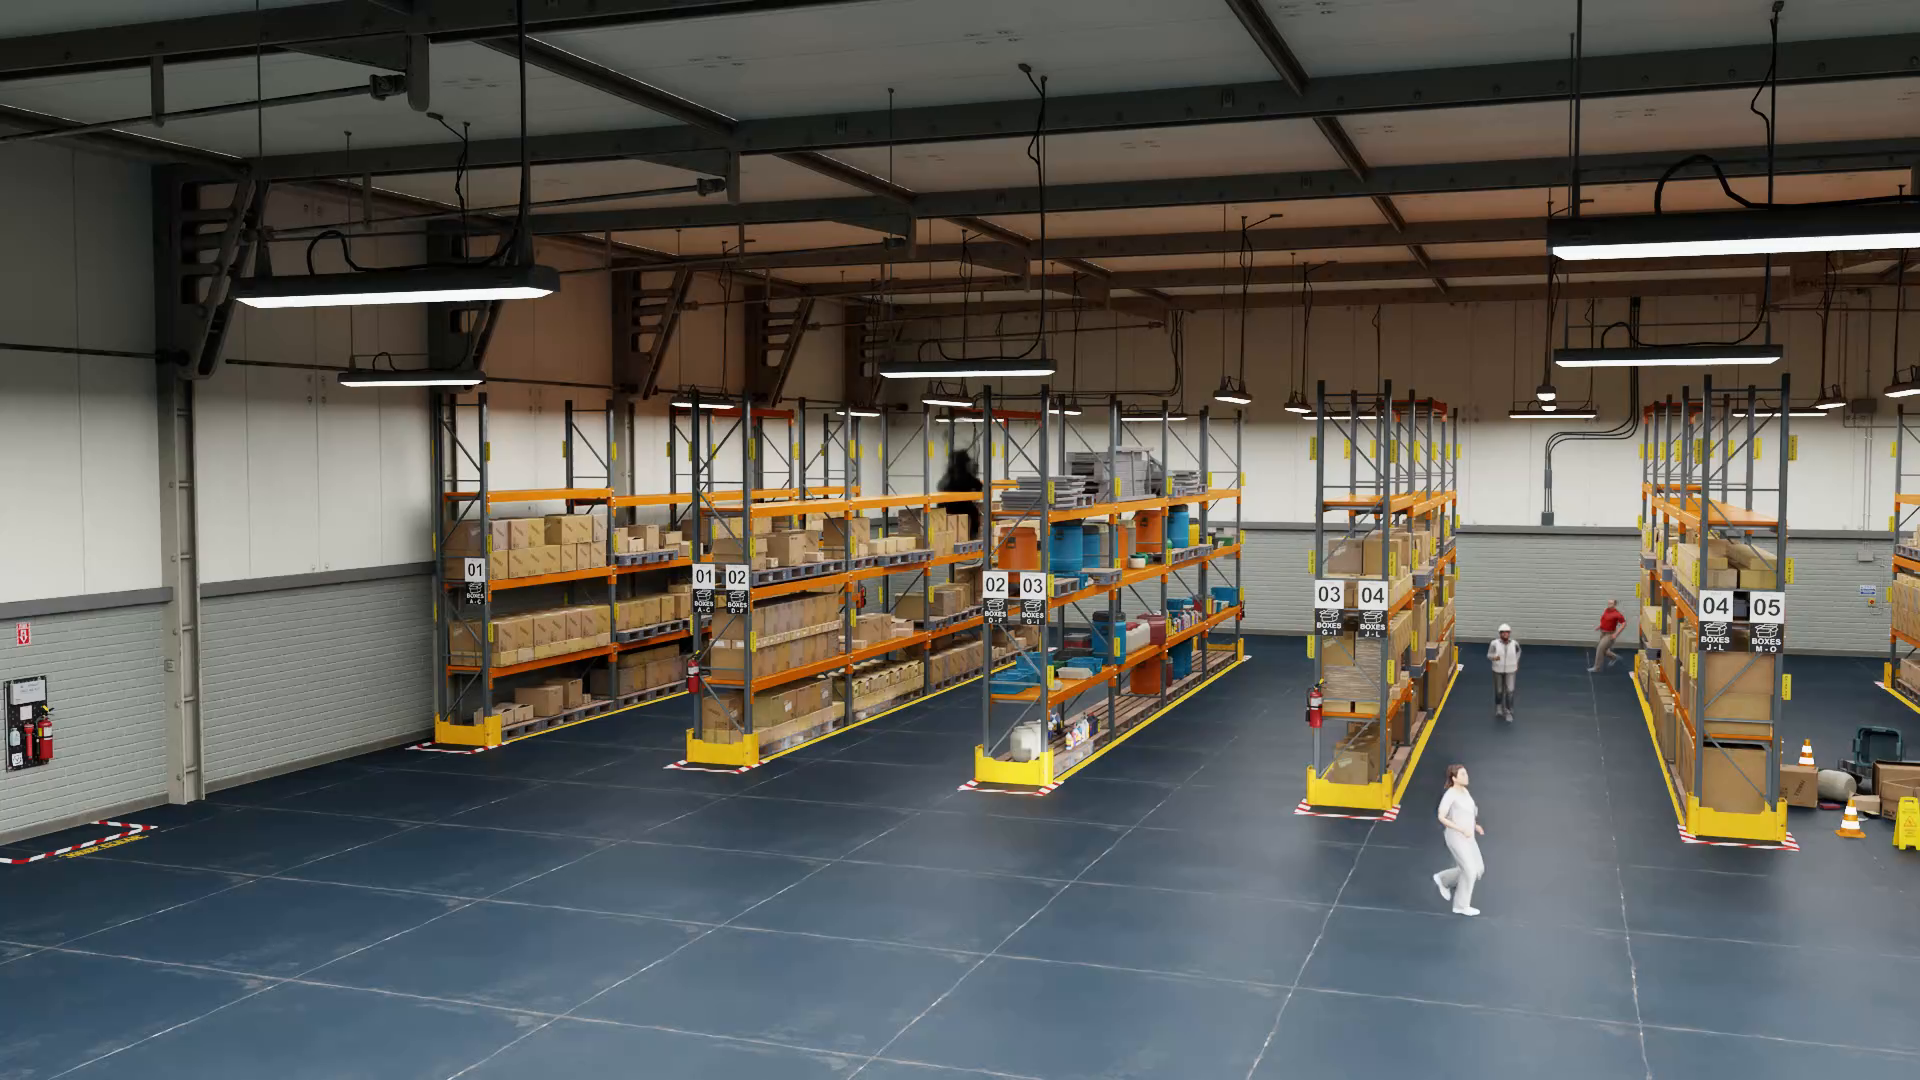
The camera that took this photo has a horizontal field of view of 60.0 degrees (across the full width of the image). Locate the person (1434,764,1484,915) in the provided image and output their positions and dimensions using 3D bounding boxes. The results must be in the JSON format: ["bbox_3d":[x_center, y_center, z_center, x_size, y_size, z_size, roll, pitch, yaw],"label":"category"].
[{"bbox_3d":[5.376,3.227,18.021,0.561,1.617,0.594,-3,4,-43],"label":"person"}]

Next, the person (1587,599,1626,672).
[{"bbox_3d":[14.692,2.166,37.609,0.845,1.676,0.719,-1,3,-15],"label":"person"}]

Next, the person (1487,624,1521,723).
[{"bbox_3d":[10.152,2.451,31.035,0.623,1.790,0.924,1,3,15],"label":"person"}]
